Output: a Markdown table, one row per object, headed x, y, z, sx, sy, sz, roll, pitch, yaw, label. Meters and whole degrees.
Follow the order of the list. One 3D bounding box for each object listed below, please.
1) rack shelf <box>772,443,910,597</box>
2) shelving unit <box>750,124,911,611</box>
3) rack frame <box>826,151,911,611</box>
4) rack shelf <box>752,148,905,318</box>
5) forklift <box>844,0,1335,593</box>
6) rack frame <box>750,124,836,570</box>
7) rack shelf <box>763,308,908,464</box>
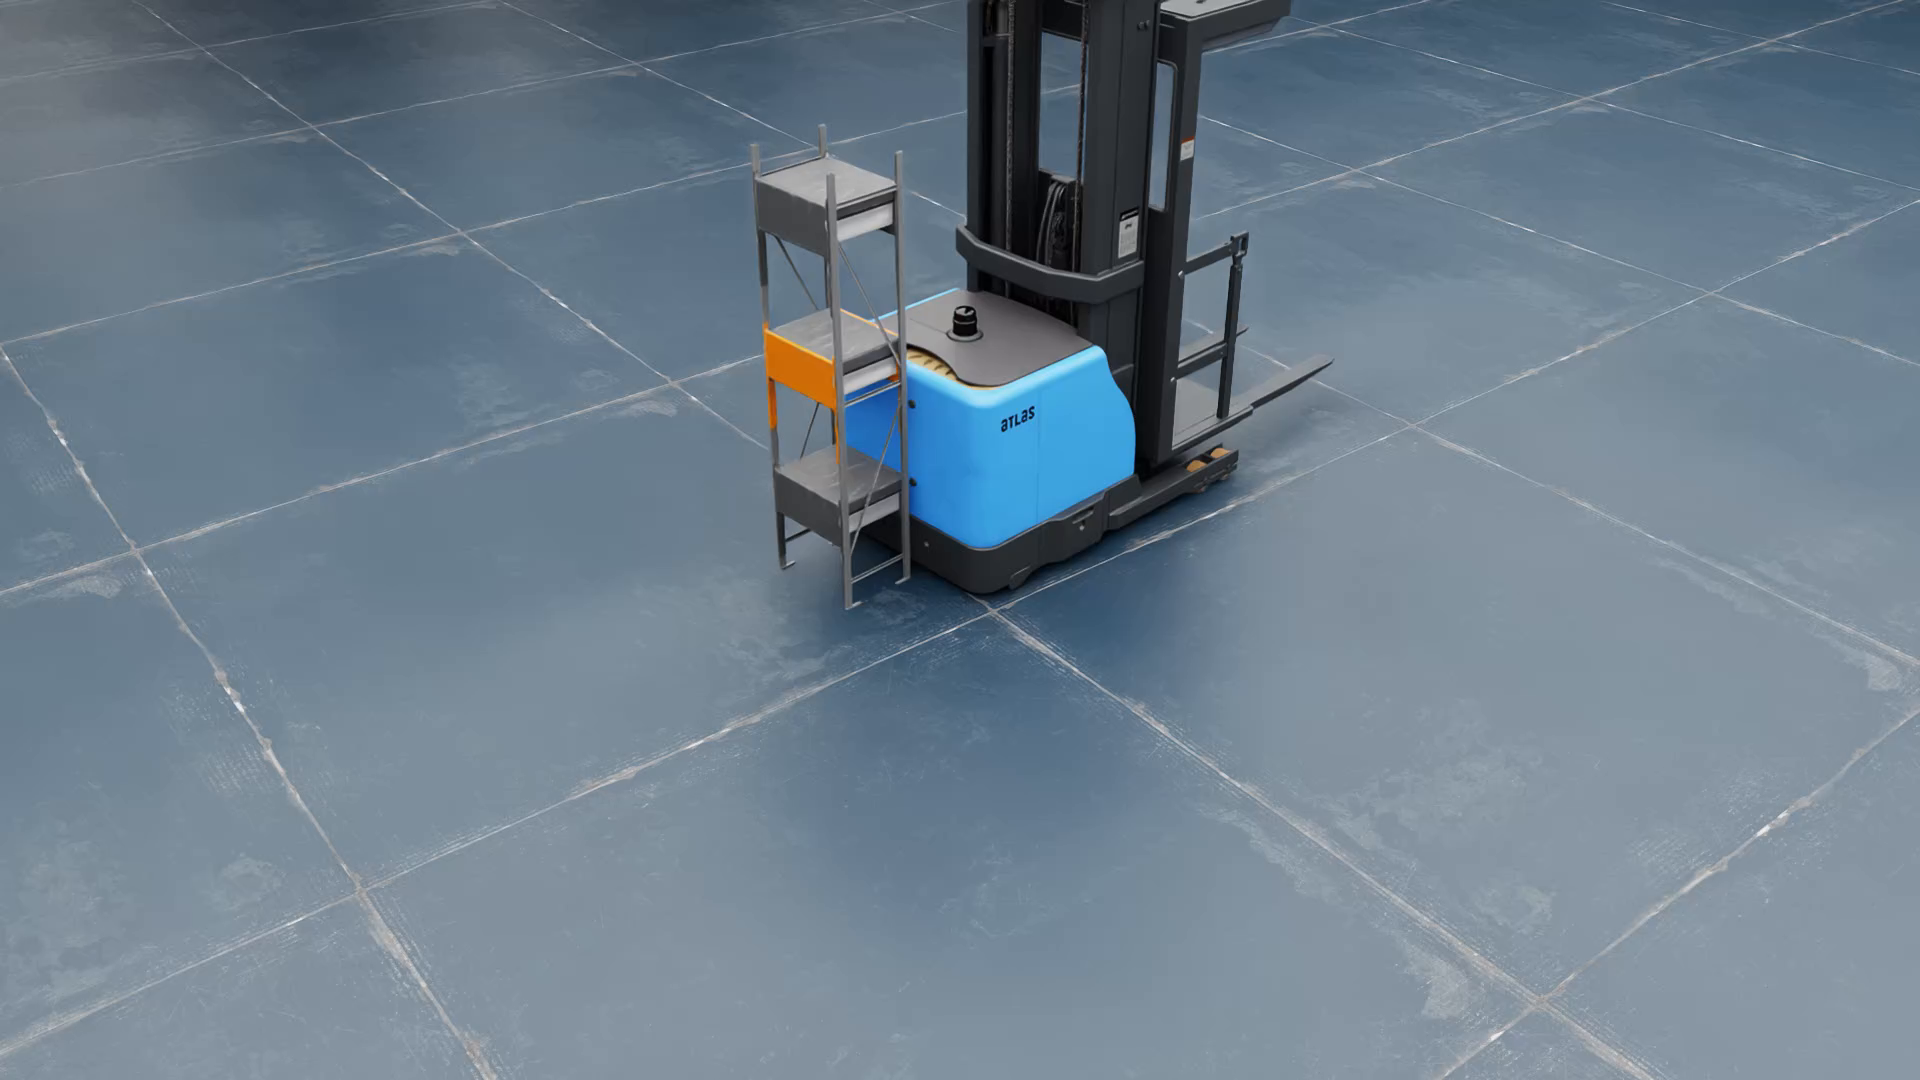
| x | y | z | sx | sy | sz | roll | pitch | yaw | label |
| --- | --- | --- | --- | --- | --- | --- | --- | --- | --- |
| -0.555 | -0.122 | 7.810 | 0.431 | 0.518 | 0.480 | -27 | 41 | -36 | rack shelf |
| -0.555 | -0.729 | 7.433 | 0.431 | 2.100 | 0.503 | -27 | 41 | -36 | shelving unit |
| -0.385 | -0.636 | 7.284 | 0.400 | 2.100 | 0.015 | -27 | 41 | -36 | rack frame |
| -0.555 | -1.312 | 7.071 | 0.431 | 0.518 | 0.480 | -27 | 41 | -36 | rack shelf |
| 0.824 | -1.666 | 8.155 | 3.031 | 2.935 | 1.130 | -27 | 41 | -36 | forklift |
| -0.725 | -0.821 | 7.582 | 0.400 | 2.100 | 0.015 | -27 | 41 | -36 | rack frame |
| -0.555 | -0.717 | 7.440 | 0.431 | 0.518 | 0.480 | -27 | 41 | -36 | rack shelf |
